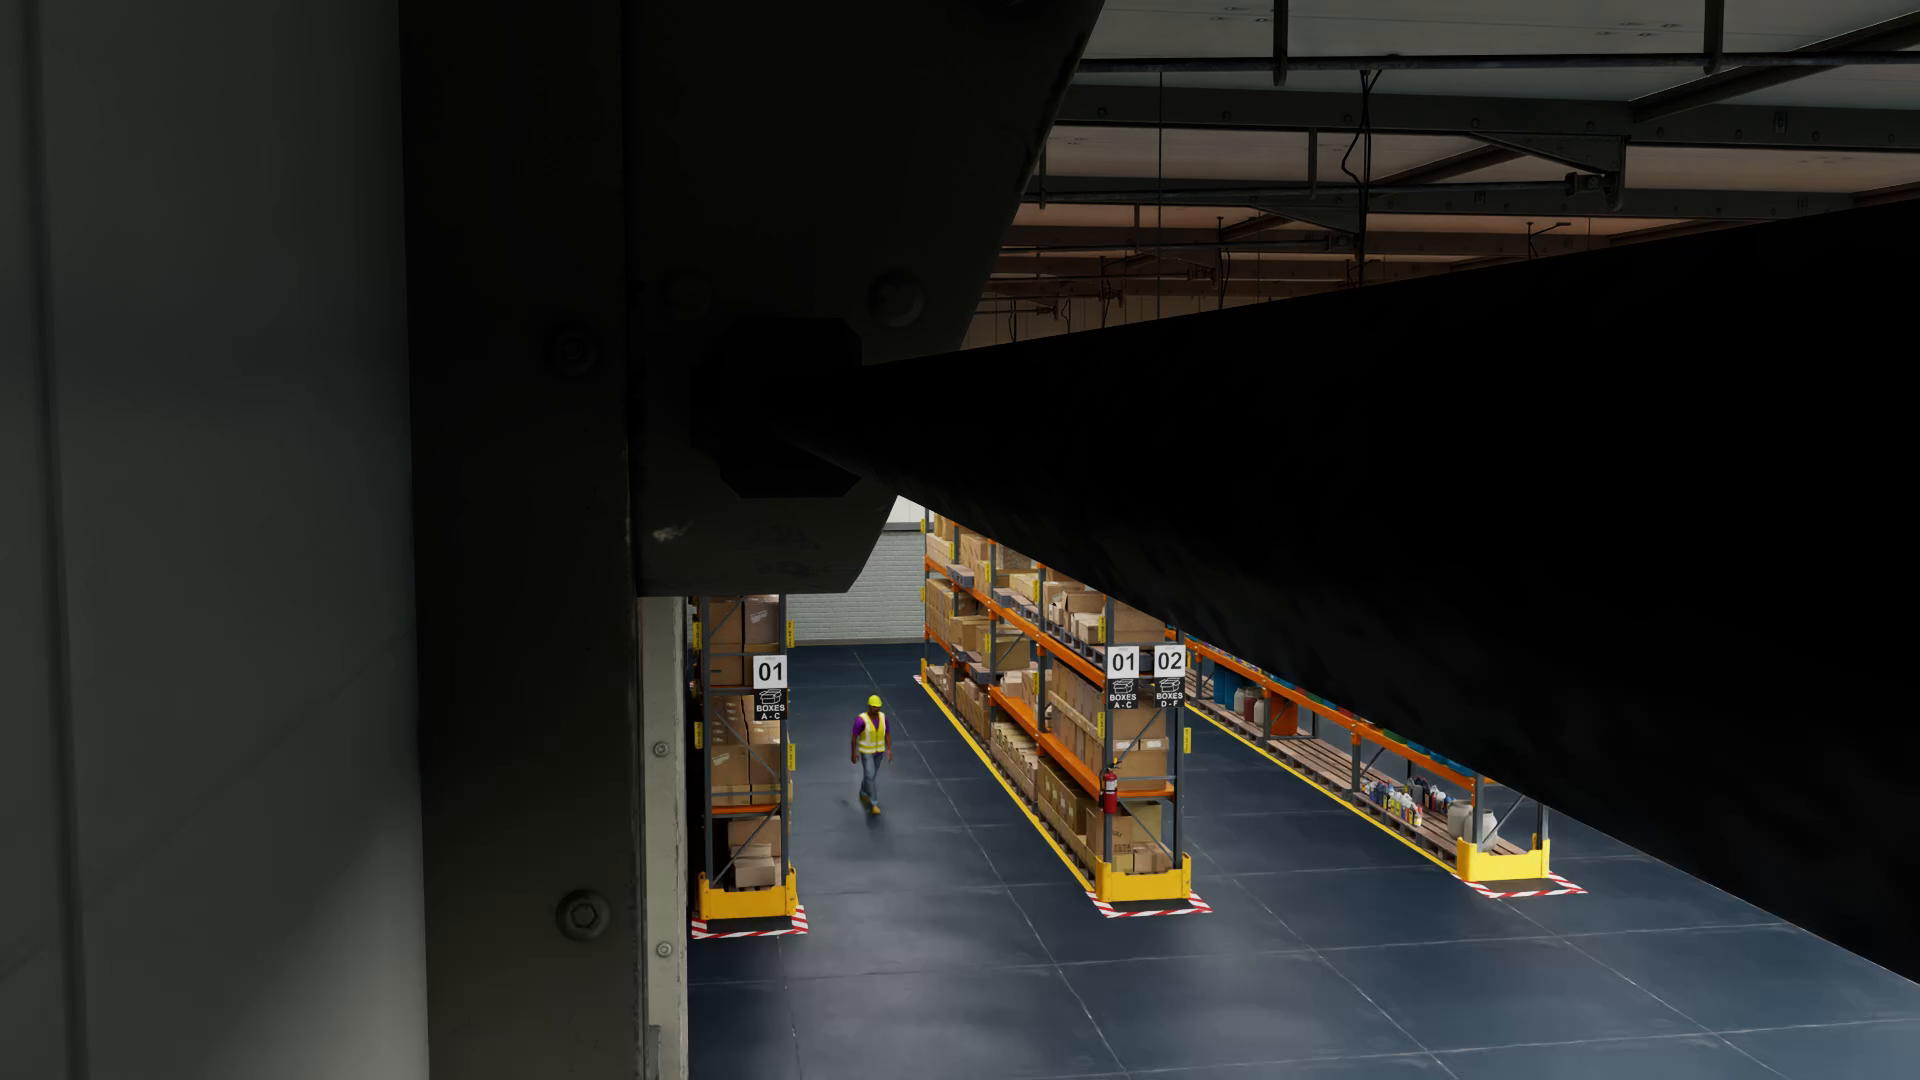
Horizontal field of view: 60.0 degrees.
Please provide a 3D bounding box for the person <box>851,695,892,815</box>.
[{"bbox_3d":[-1.312,3.220,25.291,0.592,1.721,0.950,-4,6,-37],"label":"person"}]
